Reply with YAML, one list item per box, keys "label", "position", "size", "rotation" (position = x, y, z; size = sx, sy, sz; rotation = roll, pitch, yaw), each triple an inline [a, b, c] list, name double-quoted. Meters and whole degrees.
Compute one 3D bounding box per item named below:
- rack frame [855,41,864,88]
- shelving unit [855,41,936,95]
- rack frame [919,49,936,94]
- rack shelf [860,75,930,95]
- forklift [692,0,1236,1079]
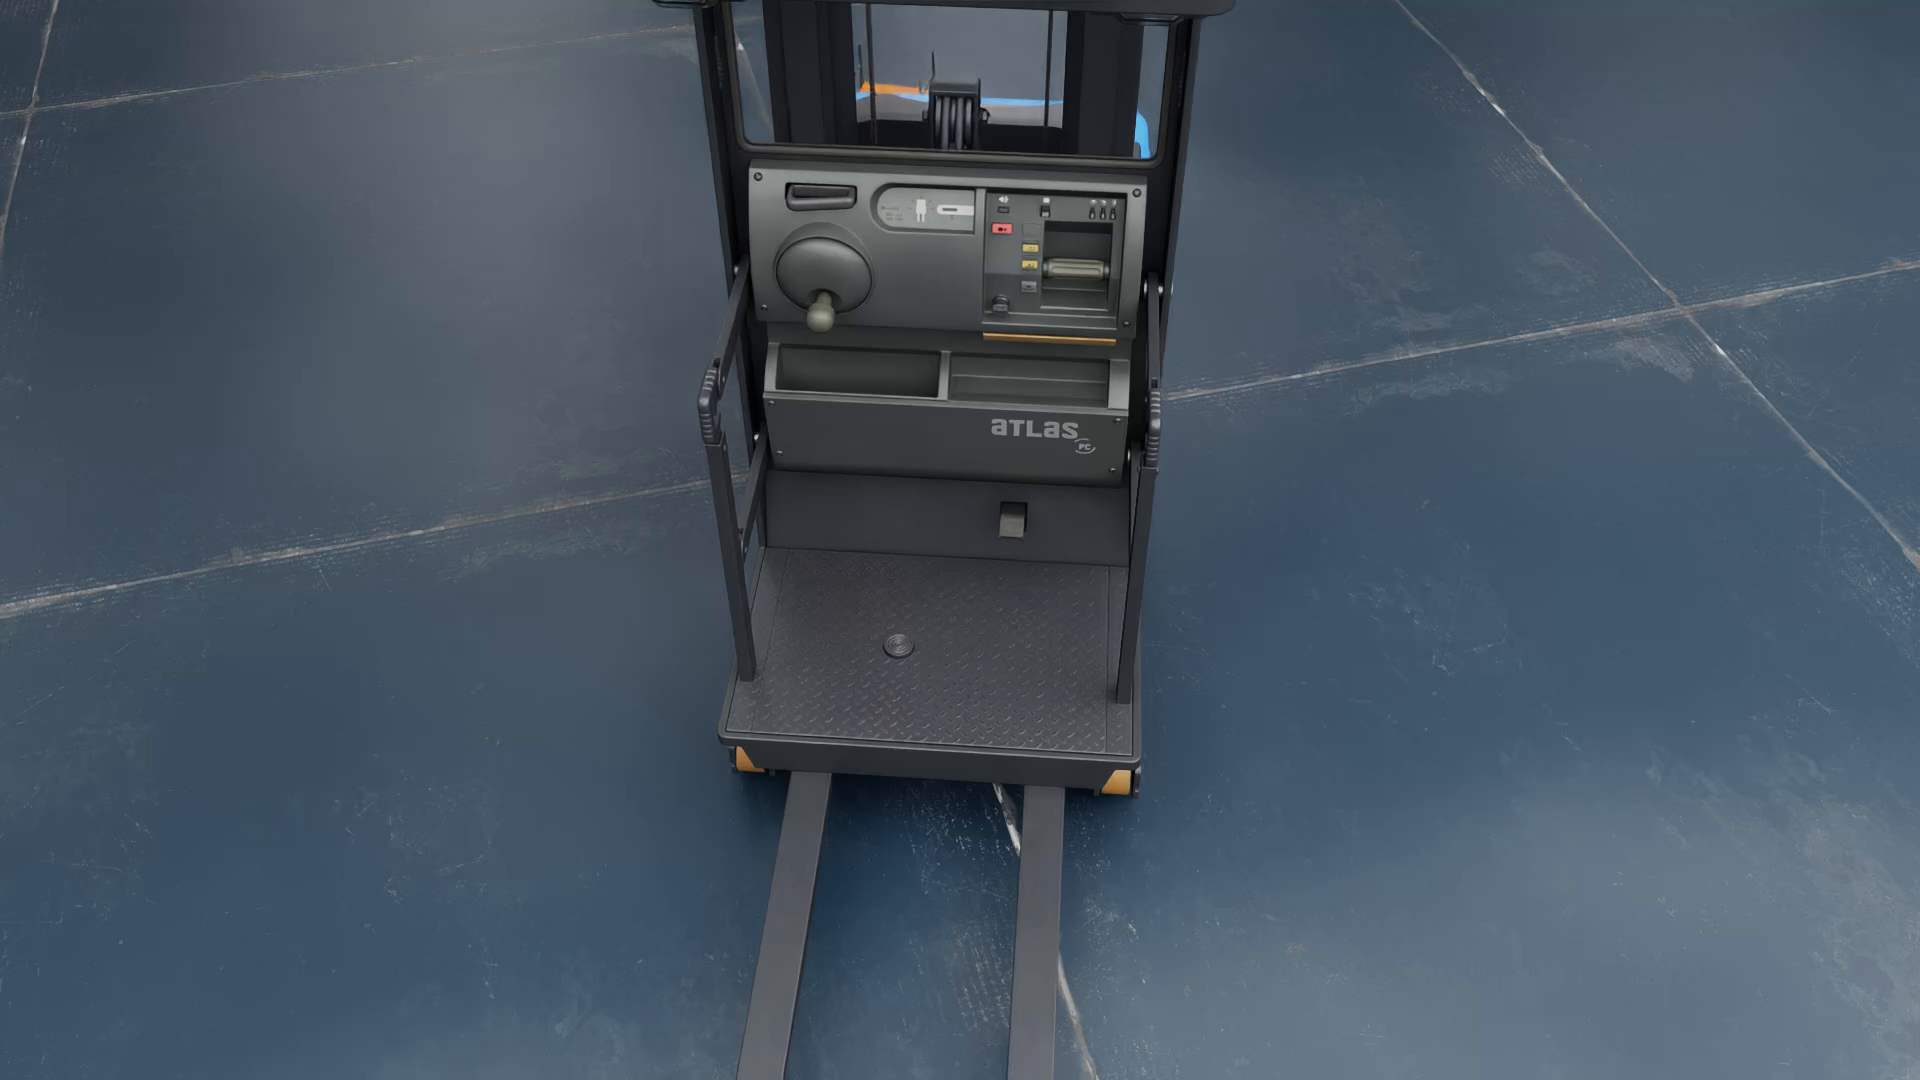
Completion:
- label: "rack frame"
  position: [-0.336, -1.163, 5.652]
  size: [0.008, 1.050, 0.200]
  rotation: [8, 45, 9]
- label: "shelving unit"
  position: [-0.217, -1.145, 5.632]
  size: [0.252, 1.050, 0.215]
  rotation: [8, 45, 9]
- label: "rack frame"
  position: [-0.098, -1.127, 5.612]
  size: [0.008, 1.050, 0.200]
  rotation: [8, 45, 9]
- label: "rack shelf"
  position: [-0.220, -1.340, 5.441]
  size: [0.240, 0.259, 0.215]
  rotation: [8, 45, 9]
- label: "forklift"
  position: [-0.048, -0.582, 3.768]
  size: [1.130, 2.935, 3.031]
  rotation: [3, 46, 3]
